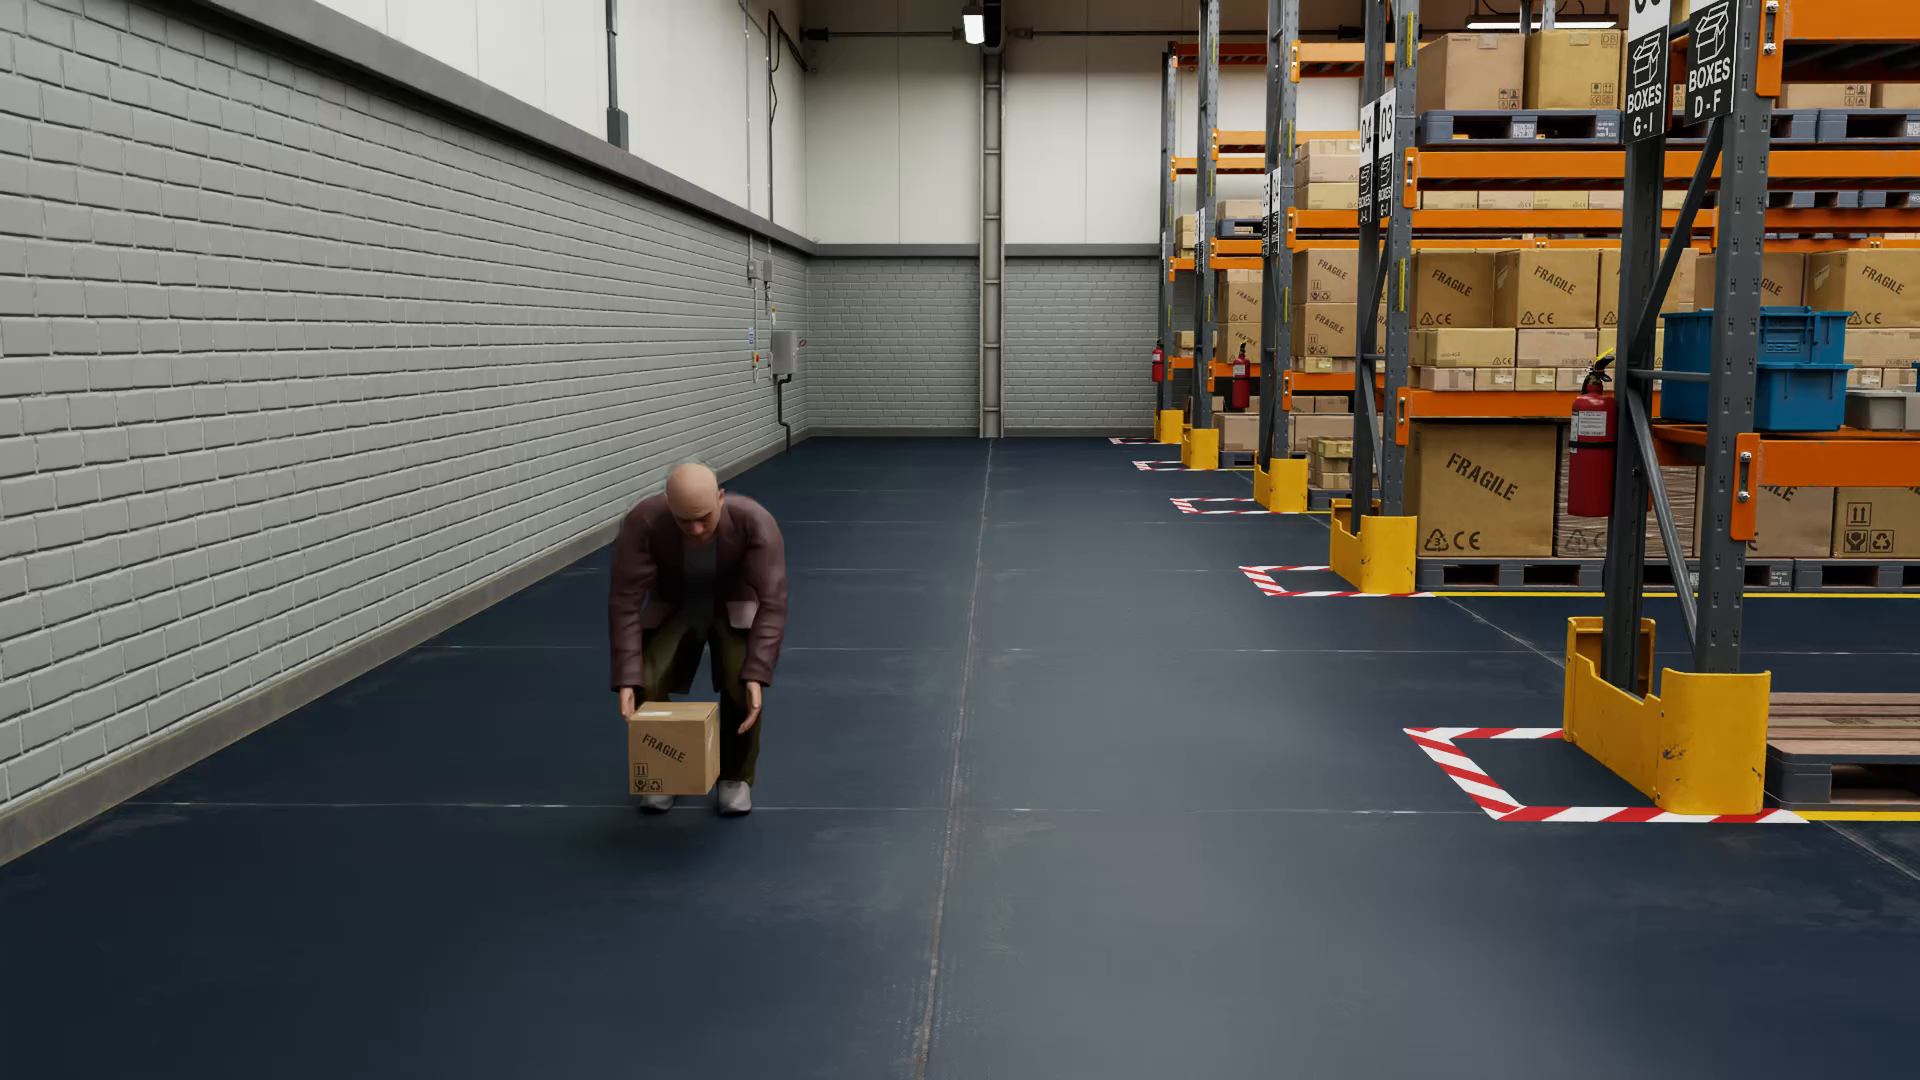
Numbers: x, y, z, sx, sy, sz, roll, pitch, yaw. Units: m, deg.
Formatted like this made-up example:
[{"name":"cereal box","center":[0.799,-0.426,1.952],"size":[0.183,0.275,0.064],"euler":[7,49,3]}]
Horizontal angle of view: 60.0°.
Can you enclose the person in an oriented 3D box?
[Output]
[{"name":"person","center":[-0.897,0.332,5.834],"size":[0.631,1.242,0.796],"euler":[0,7,1]}]
